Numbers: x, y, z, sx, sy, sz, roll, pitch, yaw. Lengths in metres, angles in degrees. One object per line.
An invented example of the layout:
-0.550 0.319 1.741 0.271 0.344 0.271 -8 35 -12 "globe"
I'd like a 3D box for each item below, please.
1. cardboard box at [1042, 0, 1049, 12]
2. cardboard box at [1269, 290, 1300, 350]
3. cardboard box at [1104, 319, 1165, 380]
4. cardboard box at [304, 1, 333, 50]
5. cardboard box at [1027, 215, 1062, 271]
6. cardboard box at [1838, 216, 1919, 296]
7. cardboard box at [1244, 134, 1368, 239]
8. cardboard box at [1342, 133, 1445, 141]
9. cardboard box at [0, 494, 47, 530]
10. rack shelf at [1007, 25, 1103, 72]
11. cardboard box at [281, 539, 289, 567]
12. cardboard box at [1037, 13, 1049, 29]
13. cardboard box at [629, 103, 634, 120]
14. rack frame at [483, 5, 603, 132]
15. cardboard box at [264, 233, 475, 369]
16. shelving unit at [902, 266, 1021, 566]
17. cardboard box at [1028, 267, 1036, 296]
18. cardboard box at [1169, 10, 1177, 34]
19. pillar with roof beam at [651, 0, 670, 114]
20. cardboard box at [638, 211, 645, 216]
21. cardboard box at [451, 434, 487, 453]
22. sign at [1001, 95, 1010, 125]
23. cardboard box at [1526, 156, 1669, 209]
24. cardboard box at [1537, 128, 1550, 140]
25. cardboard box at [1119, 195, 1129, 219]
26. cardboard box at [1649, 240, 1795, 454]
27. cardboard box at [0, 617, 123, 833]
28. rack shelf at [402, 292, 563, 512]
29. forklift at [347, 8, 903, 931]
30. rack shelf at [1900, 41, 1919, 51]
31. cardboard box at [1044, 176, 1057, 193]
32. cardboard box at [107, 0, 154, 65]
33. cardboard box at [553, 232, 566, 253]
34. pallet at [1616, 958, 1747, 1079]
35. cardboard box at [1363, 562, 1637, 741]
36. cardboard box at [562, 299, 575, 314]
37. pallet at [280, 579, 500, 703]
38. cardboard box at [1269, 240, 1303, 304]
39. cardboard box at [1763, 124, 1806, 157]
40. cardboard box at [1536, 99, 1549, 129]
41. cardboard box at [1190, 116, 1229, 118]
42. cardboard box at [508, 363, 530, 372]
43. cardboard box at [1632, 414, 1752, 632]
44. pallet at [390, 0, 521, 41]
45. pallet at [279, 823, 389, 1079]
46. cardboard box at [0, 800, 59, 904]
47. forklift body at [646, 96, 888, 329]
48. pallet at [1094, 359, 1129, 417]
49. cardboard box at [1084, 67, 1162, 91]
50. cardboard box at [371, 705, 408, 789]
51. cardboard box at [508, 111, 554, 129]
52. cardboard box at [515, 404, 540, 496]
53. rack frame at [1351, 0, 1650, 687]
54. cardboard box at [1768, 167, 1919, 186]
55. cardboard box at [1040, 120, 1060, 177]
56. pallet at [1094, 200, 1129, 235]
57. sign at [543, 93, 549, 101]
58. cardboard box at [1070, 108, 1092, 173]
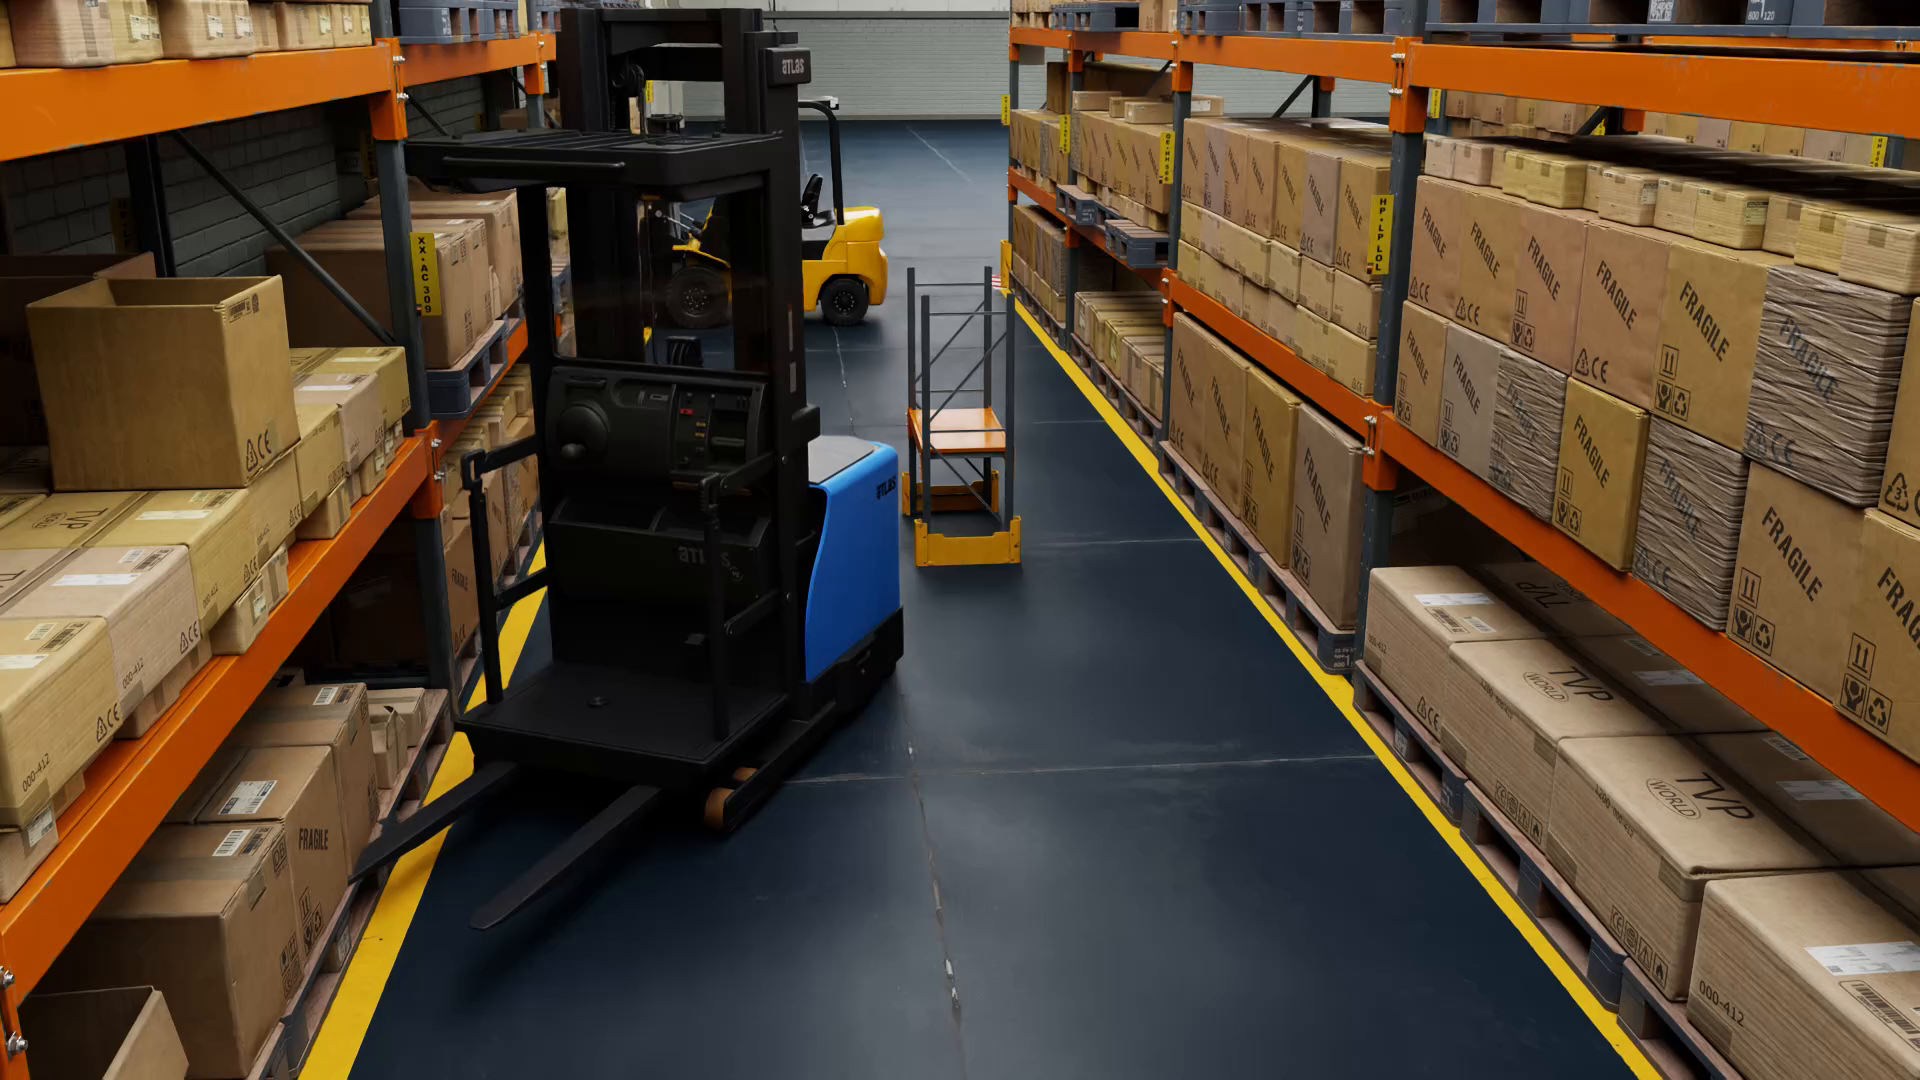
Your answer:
1.056 -5.082 15.603 0.500 0.250 0.500 -2 18 -7 "cardboard box"
1.904 -1.128 8.513 0.500 0.250 0.500 -2 18 -7 "cardboard box"
1.668 -1.524 13.209 0.950 0.372 0.625 -1 17 -4 "cardboard box"
-2.279 -1.677 5.421 0.380 0.149 0.250 -1 17 -4 "cardboard box"
0.961 -3.031 16.962 0.500 0.500 0.500 -1 17 -5 "cardboard box"
2.302 -0.664 3.864 0.380 0.149 0.250 -2 18 -6 "cardboard box"
1.828 -1.881 8.823 0.500 0.500 0.500 -1 17 -5 "cardboard box"
2.337 -1.890 8.853 0.500 0.500 0.500 -2 18 -7 "cardboard box"
-2.648 0.074 4.186 0.500 0.250 0.500 -1 17 -4 "cardboard box"
1.254 -4.838 16.274 1.077 0.370 4.000 -2 18 -6 "rack shelf"
-2.226 0.051 4.927 0.380 0.149 0.250 -2 18 -6 "cardboard box"
0.964 -5.087 16.283 0.380 0.149 0.250 -2 18 -7 "cardboard box"
-3.411 -4.214 16.344 0.380 0.149 0.250 -1 17 -5 "cardboard box"
-3.476 -3.000 14.226 1.000 3.000 0.127 -2 18 -6 "rack frame"
-2.479 -1.016 7.037 0.700 0.500 0.500 -1 17 -4 "cardboard box"
-0.008 -0.738 9.525 0.587 1.500 1.083 -2 18 -6 "shelving unit"
0.970 -2.671 17.068 0.500 0.250 0.500 -1 17 -2 "cardboard box"
1.598 -3.435 11.023 0.380 0.149 0.250 -2 18 -6 "cardboard box"
-2.907 -14.102 39.573 9.100 9.000 0.400 -2 18 -6 "pillar with roof beam"
-3.473 -3.278 17.330 0.500 0.250 0.500 -1 17 -5 "cardboard box"
-2.621 -0.436 8.448 0.380 0.149 0.250 -1 17 -4 "cardboard box"
0.508 -4.743 18.330 0.100 0.325 0.005 -2 18 -6 "sign"
2.134 -1.197 5.562 0.380 0.149 0.250 -2 18 -7 "cardboard box"
6.306 -3.846 16.671 0.875 0.550 0.550 -2 18 -6 "cardboard box"
1.375 -2.442 12.166 0.380 0.149 0.250 -1 17 -5 "cardboard box"
2.281 -0.543 4.562 0.500 0.500 0.500 -2 18 -6 "cardboard box"
-2.018 0.361 3.273 0.500 0.250 0.500 -2 18 -5 "cardboard box"
-2.858 -0.869 8.639 1.077 0.370 4.000 -2 18 -6 "rack shelf"
-1.252 -0.447 6.208 1.130 2.935 3.031 6 19 19 "forklift"
6.993 -2.638 9.265 1.077 0.370 4.000 -2 18 -6 "rack shelf"
1.016 -3.424 15.994 0.380 0.149 0.250 -2 18 -6 "cardboard box"
-2.060 -1.148 3.737 0.380 0.149 0.250 -2 18 -6 "cardboard box"
-2.867 -1.877 10.897 0.500 0.250 0.500 -2 18 -5 "cardboard box"
2.538 1.515 4.498 1.003 0.211 1.213 -2 18 -6 "pallet"
2.244 0.441 6.840 0.875 0.438 0.875 -2 18 -6 "cardboard box"
-3.259 -1.457 12.574 0.875 0.625 0.625 -3 18 -8 "cardboard box"
-2.773 0.473 7.819 1.003 0.211 1.213 -2 18 -6 "pallet"
1.880 -1.365 8.432 0.500 0.250 0.500 -1 17 -4 "cardboard box"
6.641 -3.108 12.733 0.700 0.500 0.500 -2 18 -6 "cardboard box"
6.278 -4.361 16.506 0.875 0.550 0.550 -2 18 -6 "cardboard box"
1.836 -3.112 13.219 0.500 0.500 0.500 -1 17 -4 "cardboard box"
-2.761 -0.986 10.200 0.380 0.149 0.250 -3 18 -8 "cardboard box"
2.286 -0.066 4.711 0.500 0.500 0.500 -1 17 -4 "cardboard box"
-2.759 -2.464 7.822 1.213 0.211 1.003 -2 18 -6 "pallet"
-2.452 1.283 5.239 1.003 0.211 1.213 -2 18 -6 "pallet"
-2.000 0.588 3.214 0.380 0.149 0.250 -2 18 -6 "cardboard box"
-1.879 -3.278 16.529 2.313 2.155 1.214 -2 18 -6 "forklift body"
1.671 -1.228 13.236 1.003 0.211 1.213 -2 18 -6 "pallet"
1.575 -4.262 15.913 0.700 0.500 0.500 -2 18 -7 "cardboard box"
-2.265 0.751 6.142 0.396 0.266 0.258 -1 17 -4 "cardboard box"
-3.835 -3.740 14.834 0.380 0.149 0.250 -2 18 -6 "cardboard box"
-2.765 -0.547 9.885 0.500 0.500 0.500 -2 18 -6 "cardboard box"
2.286 -0.771 7.126 1.000 3.000 0.127 -2 18 -6 "rack frame"
2.743 -1.068 5.152 0.380 0.149 0.250 -2 18 -6 "cardboard box"
1.049 -3.777 16.035 0.500 0.500 0.500 -1 17 -4 "cardboard box"
1.628 -2.460 12.825 1.003 0.211 1.213 -2 18 -6 "pallet"
-4.442 -4.627 17.831 0.100 0.325 0.005 -2 18 -6 "sign"
1.224 -3.396 14.122 0.500 0.500 0.500 -1 17 -4 "cardboard box"
